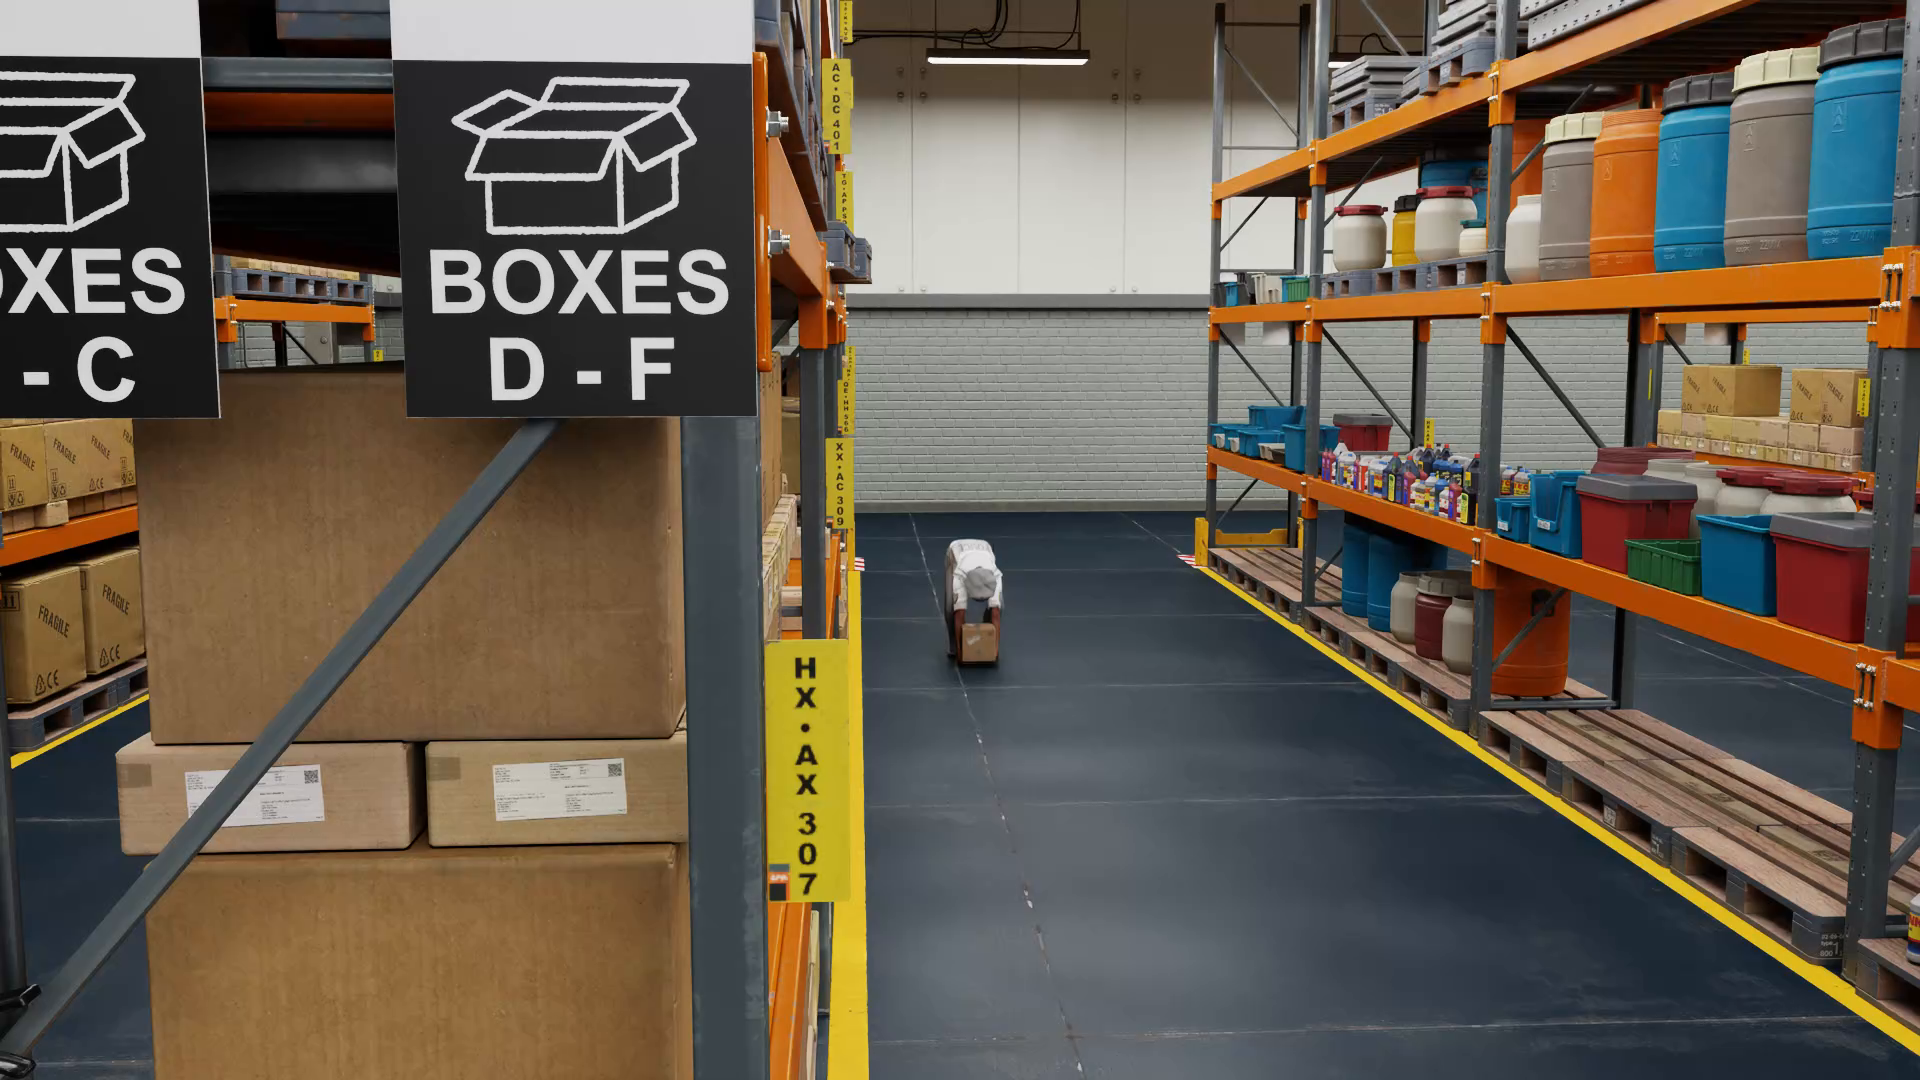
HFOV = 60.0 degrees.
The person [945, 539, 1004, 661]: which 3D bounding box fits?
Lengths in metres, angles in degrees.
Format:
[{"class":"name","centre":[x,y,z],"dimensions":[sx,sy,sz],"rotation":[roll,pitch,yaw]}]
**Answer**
[{"class":"person","centre":[0.116,0.474,12.990],"dimensions":[0.465,0.908,0.904],"rotation":[-1,7,-6]}]
